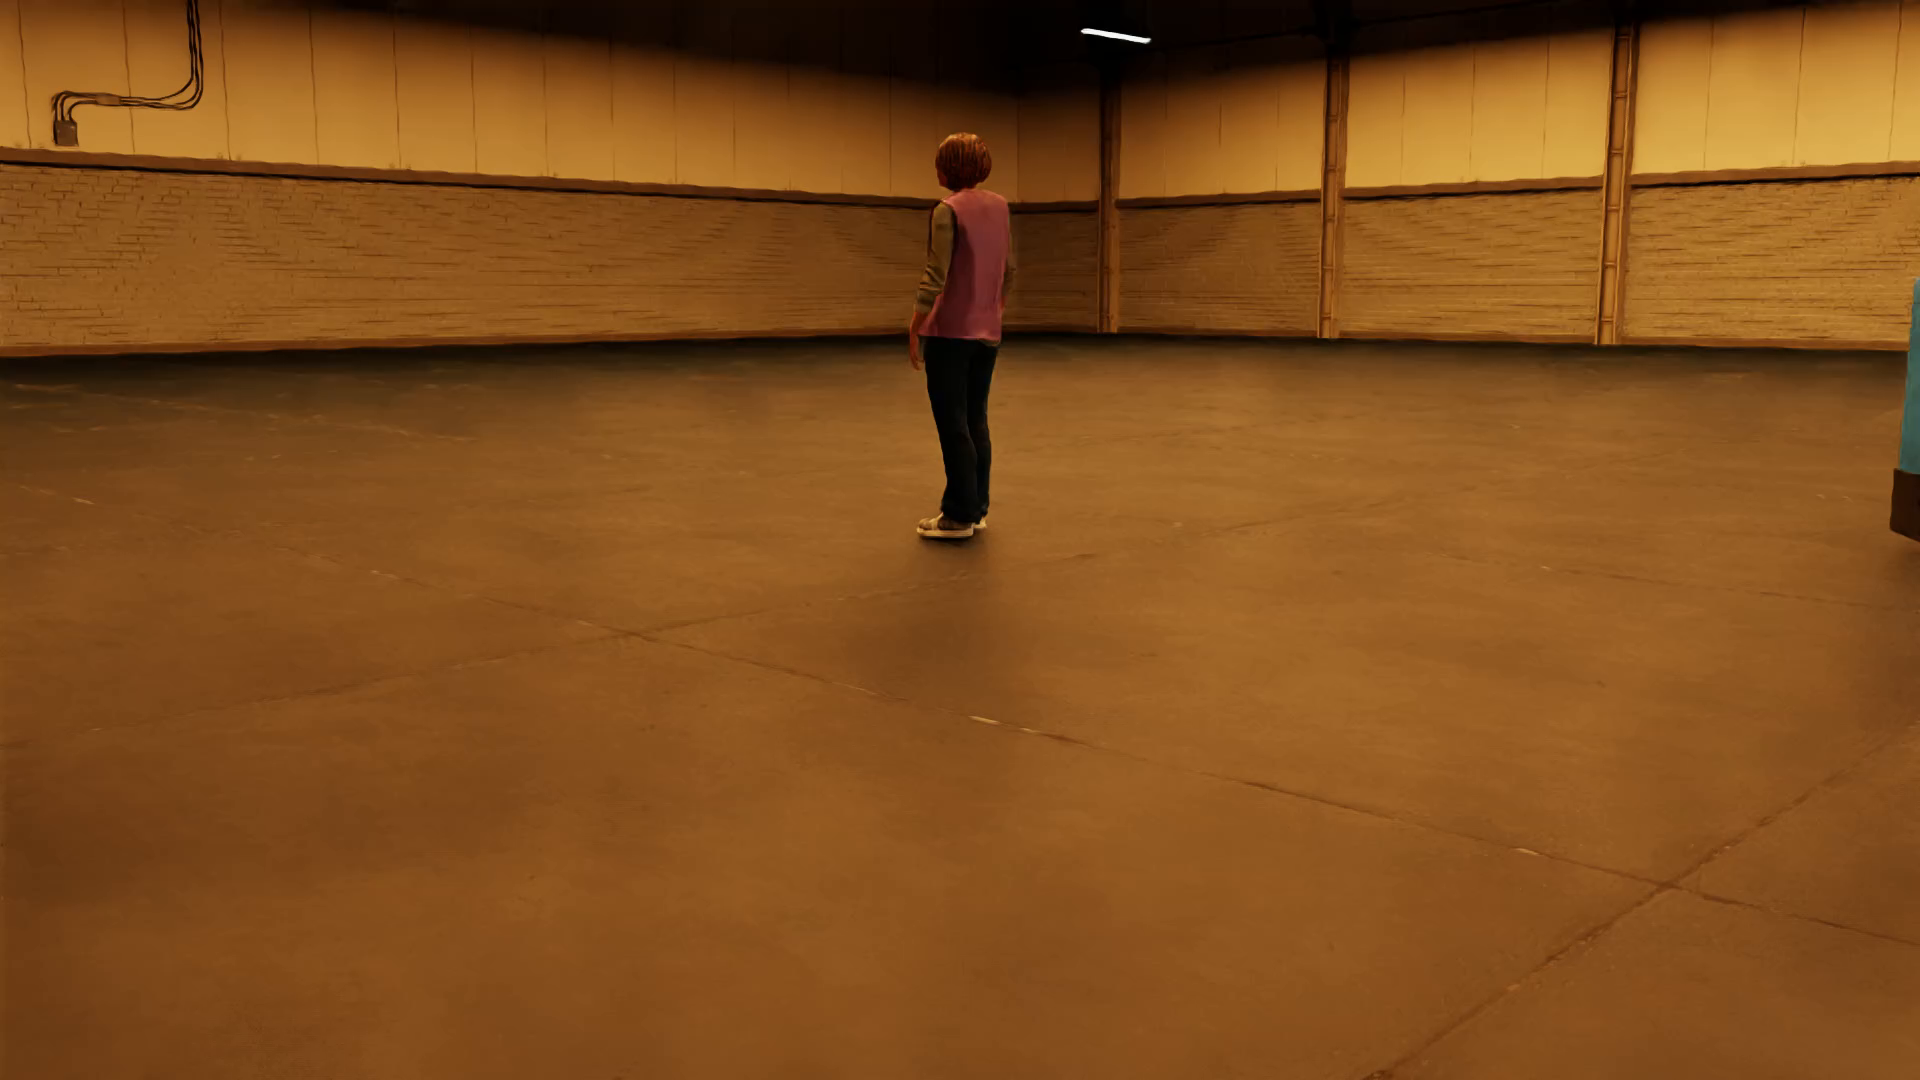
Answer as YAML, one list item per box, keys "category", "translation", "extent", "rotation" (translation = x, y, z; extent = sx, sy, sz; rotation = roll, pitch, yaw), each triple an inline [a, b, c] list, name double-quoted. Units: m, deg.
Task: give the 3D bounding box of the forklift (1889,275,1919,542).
- category: "forklift"
  translation: [5.025, -1.308, 5.562]
  extent: [3.031, 2.935, 1.130]
  rotation: [2, 9, 11]

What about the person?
- category: "person"
  translation: [-0.044, -0.806, 6.658]
  extent: [0.474, 1.597, 0.520]
  rotation: [8, 12, 43]
